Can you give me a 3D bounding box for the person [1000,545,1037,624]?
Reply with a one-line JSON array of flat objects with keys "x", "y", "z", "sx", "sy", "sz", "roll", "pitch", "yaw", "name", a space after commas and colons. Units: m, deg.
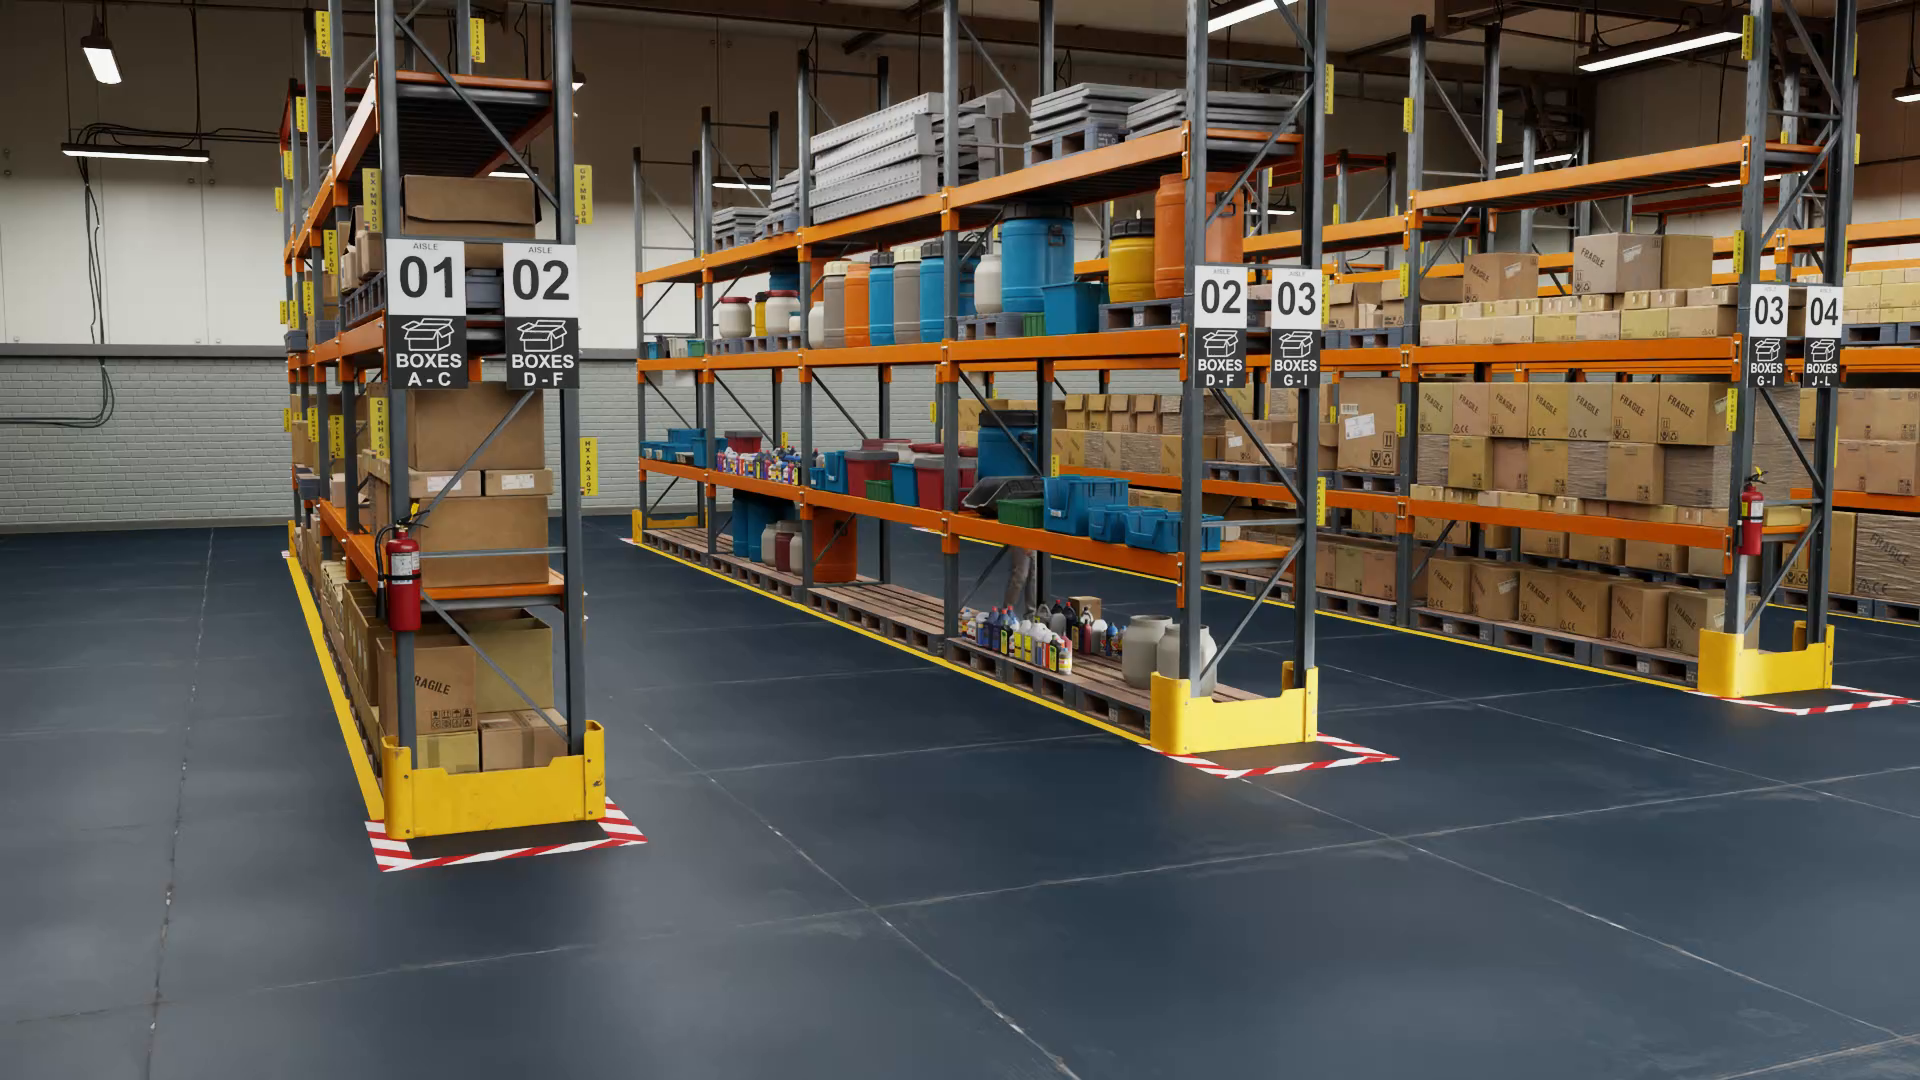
[{"x": 0.702, "y": -0.026, "z": 16.826, "sx": 0.584, "sy": 1.774, "sz": 0.563, "roll": 3, "pitch": 6, "yaw": 25, "name": "person"}]
